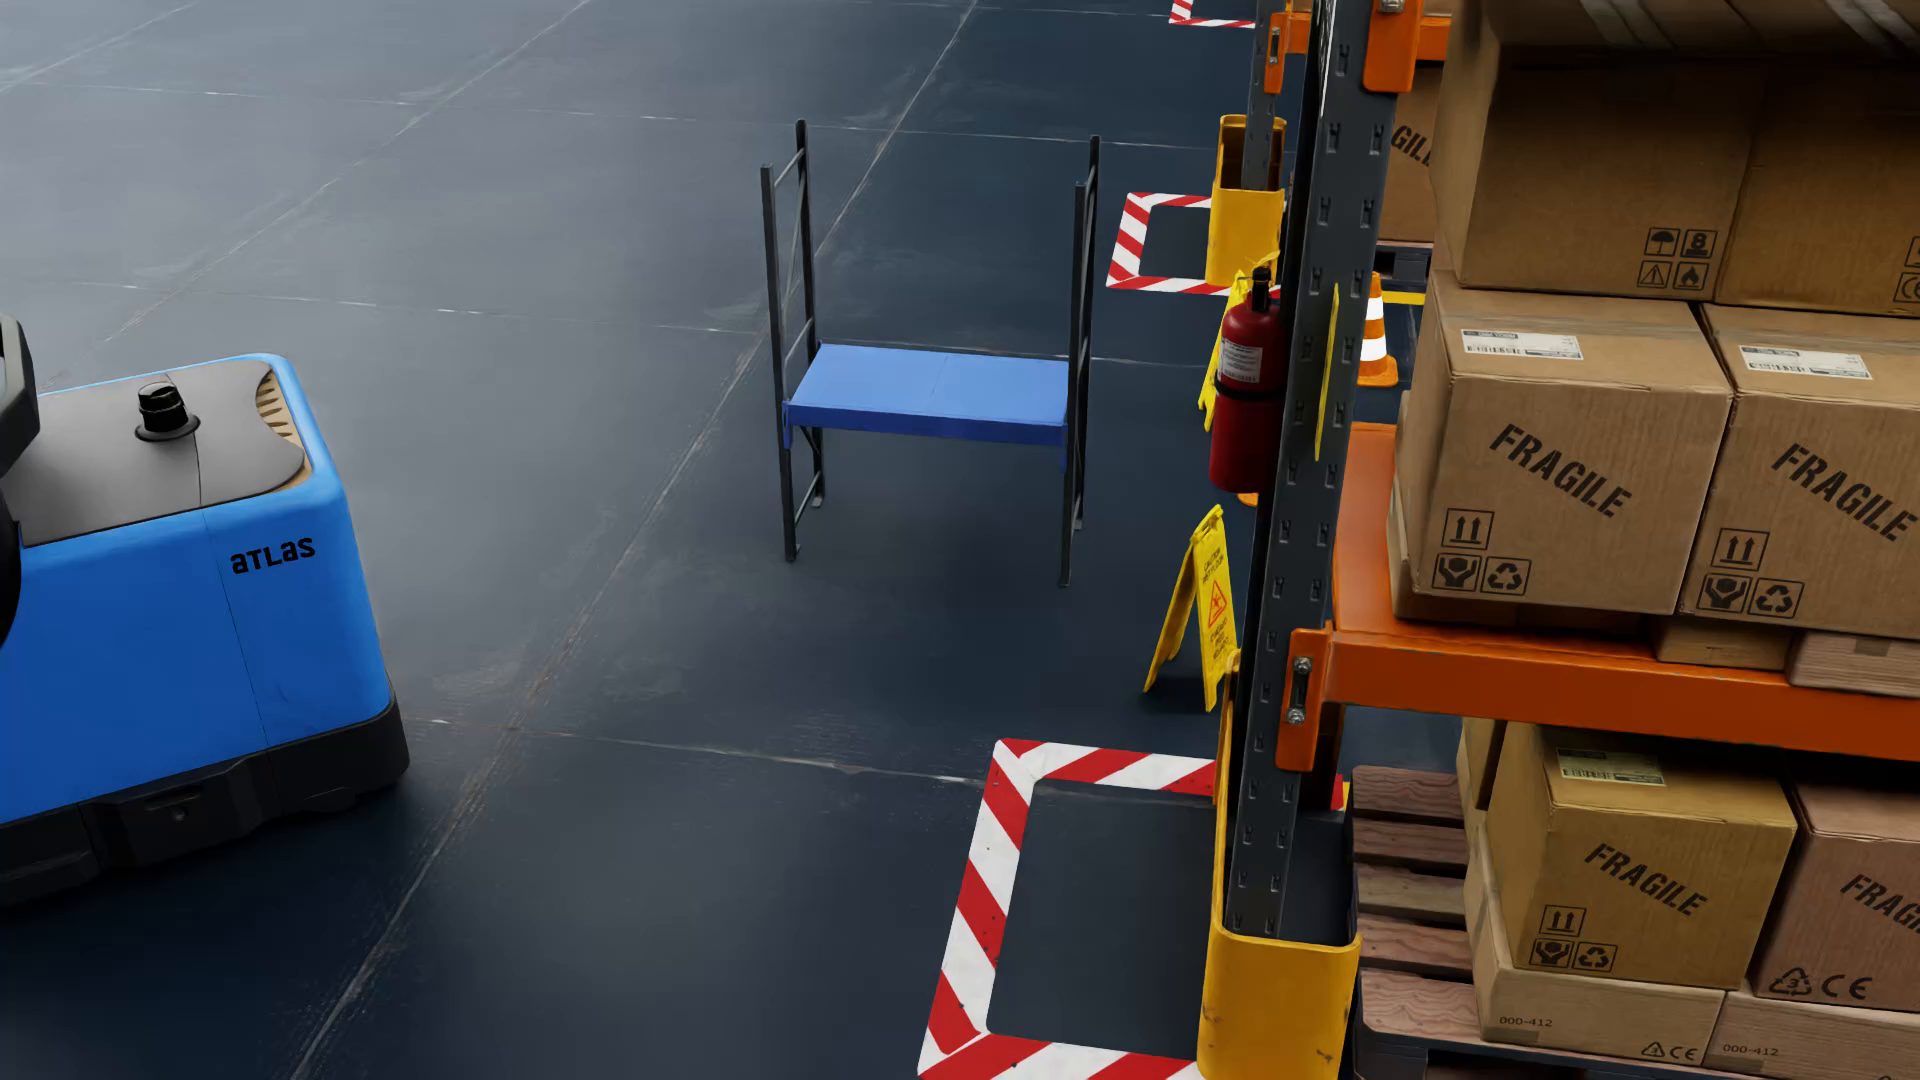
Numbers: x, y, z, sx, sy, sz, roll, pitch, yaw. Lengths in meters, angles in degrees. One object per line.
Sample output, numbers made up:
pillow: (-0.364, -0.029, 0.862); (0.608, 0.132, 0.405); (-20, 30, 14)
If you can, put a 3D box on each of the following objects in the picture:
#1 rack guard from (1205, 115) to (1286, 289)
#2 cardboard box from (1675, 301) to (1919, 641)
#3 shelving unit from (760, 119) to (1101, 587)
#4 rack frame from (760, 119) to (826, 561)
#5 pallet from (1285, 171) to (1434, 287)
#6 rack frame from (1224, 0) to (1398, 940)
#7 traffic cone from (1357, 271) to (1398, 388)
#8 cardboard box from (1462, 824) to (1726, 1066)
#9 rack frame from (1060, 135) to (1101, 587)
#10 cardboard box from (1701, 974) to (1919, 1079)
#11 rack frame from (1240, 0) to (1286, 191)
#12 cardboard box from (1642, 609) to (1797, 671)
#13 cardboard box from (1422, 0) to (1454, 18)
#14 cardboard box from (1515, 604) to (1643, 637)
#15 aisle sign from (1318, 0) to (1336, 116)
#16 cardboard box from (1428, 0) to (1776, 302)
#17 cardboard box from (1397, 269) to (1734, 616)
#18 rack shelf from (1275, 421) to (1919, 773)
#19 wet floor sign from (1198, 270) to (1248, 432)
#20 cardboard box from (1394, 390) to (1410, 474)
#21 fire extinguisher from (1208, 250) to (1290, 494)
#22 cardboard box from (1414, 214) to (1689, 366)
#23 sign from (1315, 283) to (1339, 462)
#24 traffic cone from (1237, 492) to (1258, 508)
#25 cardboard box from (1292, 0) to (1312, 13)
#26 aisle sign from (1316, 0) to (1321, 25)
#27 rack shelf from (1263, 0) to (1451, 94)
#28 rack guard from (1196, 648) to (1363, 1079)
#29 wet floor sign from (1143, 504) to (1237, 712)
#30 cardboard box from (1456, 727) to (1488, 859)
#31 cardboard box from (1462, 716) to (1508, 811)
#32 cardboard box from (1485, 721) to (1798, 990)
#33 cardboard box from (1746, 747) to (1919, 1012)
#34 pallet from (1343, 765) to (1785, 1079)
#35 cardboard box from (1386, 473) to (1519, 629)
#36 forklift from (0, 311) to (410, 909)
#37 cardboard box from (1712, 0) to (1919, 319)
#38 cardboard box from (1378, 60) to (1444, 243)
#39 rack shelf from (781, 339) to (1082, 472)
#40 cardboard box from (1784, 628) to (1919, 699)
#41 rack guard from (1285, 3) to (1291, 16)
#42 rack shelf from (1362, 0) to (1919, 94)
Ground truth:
rack guard: (1.485, -1.769, 8.604); (0.348, 0.500, 1.175); (5, 32, 8)
cardboard box: (1.706, -0.165, 3.311); (0.500, 0.500, 0.500); (6, 33, 10)
shelving unit: (-0.084, -0.643, 5.864); (1.048, 1.500, 0.538); (5, 32, 8)
rack frame: (-0.585, -0.689, 5.937); (0.032, 1.500, 0.500); (5, 32, 8)
pallet: (2.310, -1.613, 8.629); (1.213, 0.211, 1.003); (5, 32, 8)
rack frame: (0.775, -0.228, 3.787); (0.127, 3.000, 1.000); (5, 32, 8)
traffic cone: (1.793, -0.961, 7.348); (0.334, 0.463, 0.336); (5, 32, 8)
cardboard box: (1.524, 0.976, 4.059); (0.500, 0.250, 0.500); (5, 32, 8)
rack frame: (0.417, -0.598, 5.792); (0.032, 1.500, 0.500); (5, 32, 8)
cardboard box: (2.026, 1.026, 3.980); (0.500, 0.250, 0.500); (6, 33, 10)
rack frame: (1.508, -2.826, 7.938); (0.127, 3.000, 1.000); (5, 32, 8)
cardboard box: (1.574, 0.098, 3.503); (0.250, 0.149, 0.380); (4, 32, 7)
cardboard box: (2.427, -2.842, 7.823); (0.550, 0.550, 0.875); (5, 32, 8)
cardboard box: (1.326, 0.032, 3.608); (0.250, 0.149, 0.380); (6, 32, 9)
aisle sign: (0.662, -1.173, 2.847); (0.004, 0.787, 0.394); (5, 32, 8)
cardboard box: (1.315, -0.889, 3.526); (0.500, 0.500, 0.700); (4, 32, 7)
cardboard box: (1.195, -0.209, 3.382); (0.500, 0.500, 0.500); (5, 32, 7)
rack shelf: (2.747, 0.255, 3.693); (4.000, 0.370, 1.077); (5, 32, 8)
wet floor sign: (1.147, -0.795, 6.912); (0.232, 0.644, 0.267); (0, 32, 0)
cardboard box: (1.180, -0.200, 3.979); (0.250, 0.149, 0.380); (6, 33, 10)
fire extinguisher: (0.740, -0.447, 4.209); (0.183, 0.674, 0.296); (5, 32, 8)
cardboard box: (1.356, -0.492, 3.835); (0.500, 0.500, 0.500); (5, 32, 7)
sign: (0.684, -0.311, 3.104); (0.005, 0.325, 0.100); (5, 32, 8)
traffic cone: (1.268, -0.400, 6.453); (0.334, 0.463, 0.336); (5, 32, 8)
cardboard box: (1.882, -2.880, 7.883); (0.550, 0.550, 0.875); (5, 32, 8)
aisle sign: (0.763, -1.487, 3.349); (0.004, 0.787, 0.394); (5, 32, 8)
rack shelf: (3.480, -2.343, 7.843); (4.000, 0.370, 1.077); (5, 32, 8)
rack guard: (0.850, 0.838, 4.440); (0.348, 0.500, 1.175); (5, 32, 8)
wet floor sign: (0.768, 0.193, 5.333); (0.232, 0.644, 0.267); (17, 36, 25)
cardboard box: (1.641, 0.693, 4.511); (0.500, 0.250, 0.500); (5, 32, 8)
cardboard box: (1.609, 0.377, 4.310); (0.500, 0.500, 0.500); (5, 32, 9)
cardboard box: (1.547, 0.660, 3.857); (0.500, 0.500, 0.500); (4, 32, 7)
cardboard box: (2.063, 0.704, 3.786); (0.500, 0.500, 0.500); (4, 32, 6)
pallet: (1.645, 1.052, 4.371); (1.213, 0.211, 1.003); (5, 32, 8)
cardboard box: (1.075, 0.017, 3.632); (0.250, 0.149, 0.380); (5, 32, 8)
forklift: (-3.212, -0.345, 4.038); (3.031, 2.935, 1.130); (-16, 35, -23)
cardboard box: (1.813, -0.840, 3.448); (0.500, 0.500, 0.700); (5, 32, 9)
cardboard box: (2.188, -2.077, 8.348); (0.875, 0.875, 0.875); (5, 32, 8)
rack shelf: (-0.084, -0.491, 5.960); (1.000, 0.185, 0.538); (5, 32, 8)
cardboard box: (1.817, 0.145, 3.428); (0.250, 0.149, 0.380); (6, 32, 9)
rack guard: (2.517, -4.345, 12.720); (0.348, 0.500, 1.175); (5, 32, 8)
rack shelf: (2.747, -1.016, 2.897); (4.000, 0.370, 1.077); (5, 32, 8)
